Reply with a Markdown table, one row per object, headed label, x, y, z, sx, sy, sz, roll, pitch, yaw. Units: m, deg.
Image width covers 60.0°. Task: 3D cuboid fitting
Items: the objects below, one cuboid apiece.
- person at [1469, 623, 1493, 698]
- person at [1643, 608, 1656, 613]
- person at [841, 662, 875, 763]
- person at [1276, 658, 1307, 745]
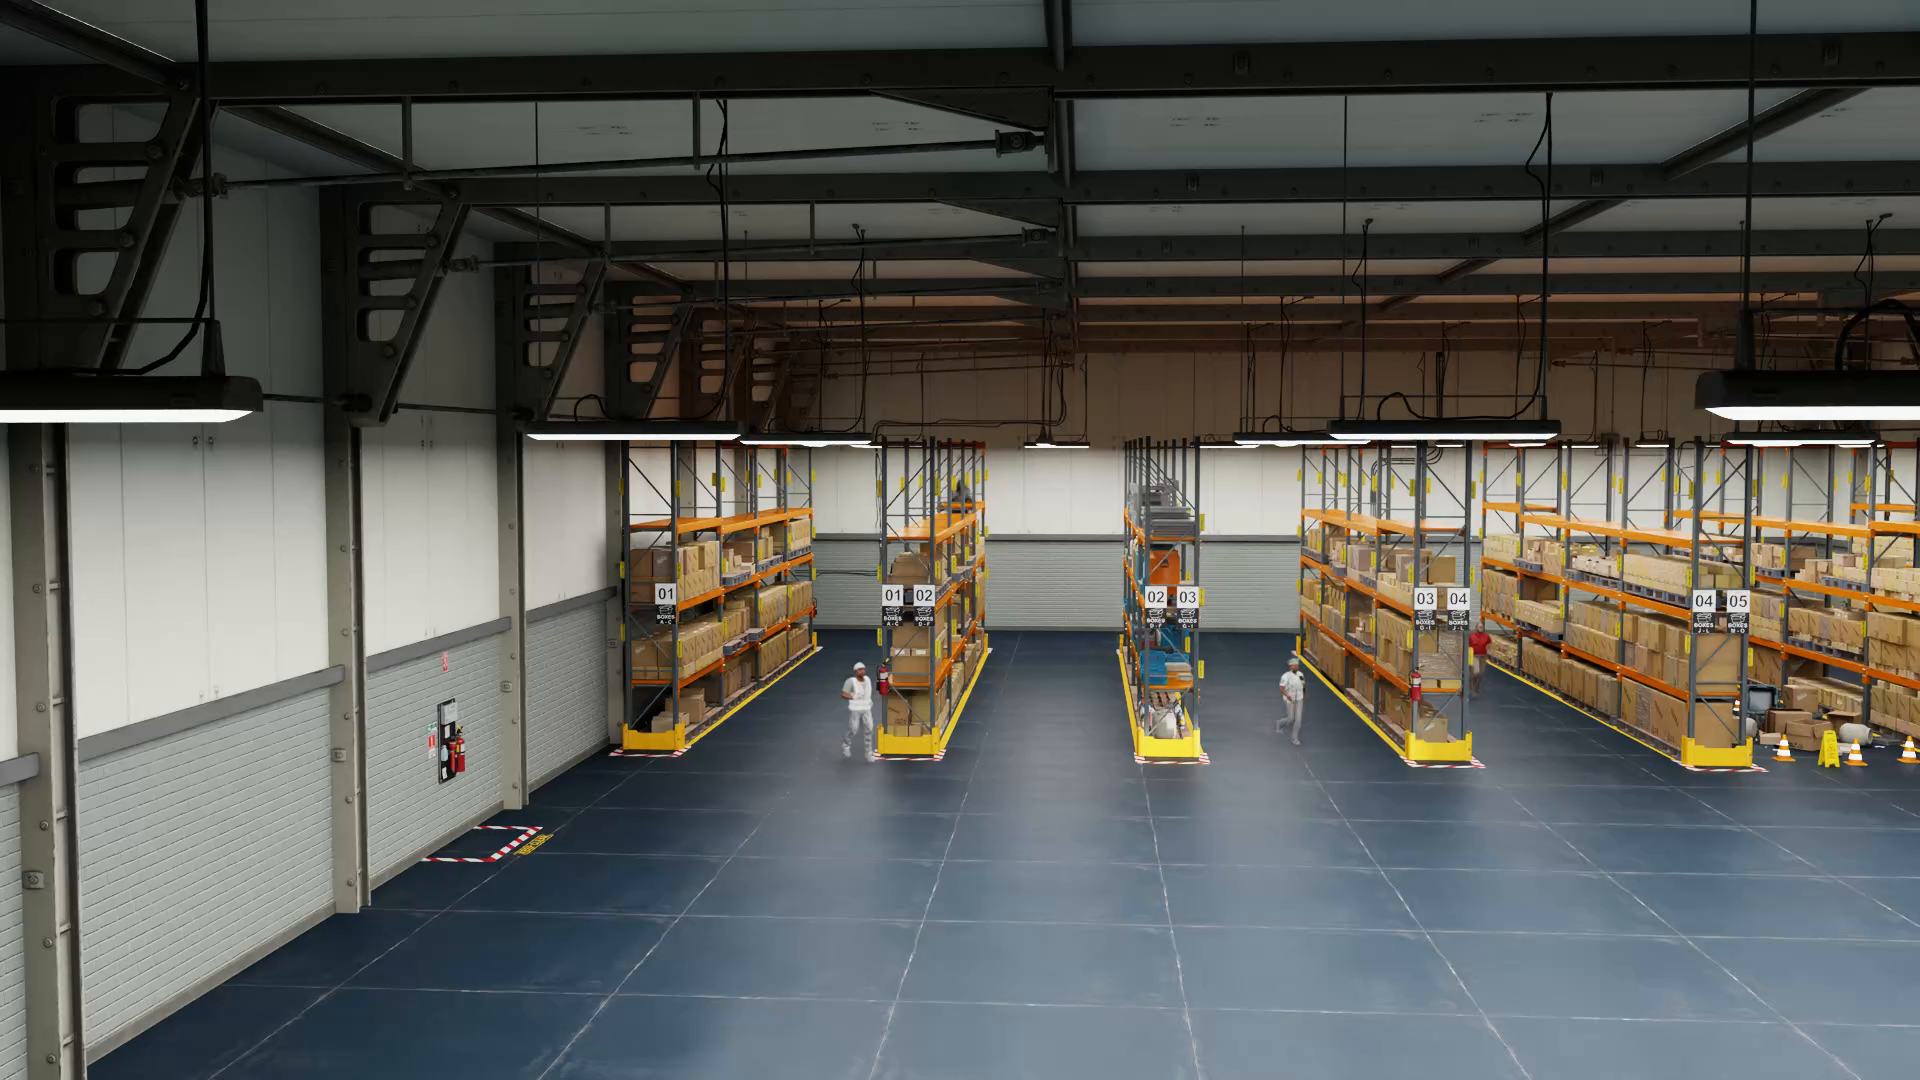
| label | x | y | z | sx | sy | sz | roll | pitch | yaw |
| --- | --- | --- | --- | --- | --- | --- | --- | --- | --- |
| person | 12.090 | 2.809 | 38.809 | 0.641 | 1.764 | 0.784 | 0 | 3 | -6 |
| person | 19.636 | 2.412 | 47.378 | 0.795 | 1.550 | 0.605 | 0 | 3 | 8 |
| person | -1.869 | 3.170 | 30.751 | 0.682 | 1.809 | 0.869 | -2 | 4 | -31 |
| person | 6.553 | 3.149 | 32.744 | 0.583 | 1.688 | 0.684 | -1 | 3 | -14 |
